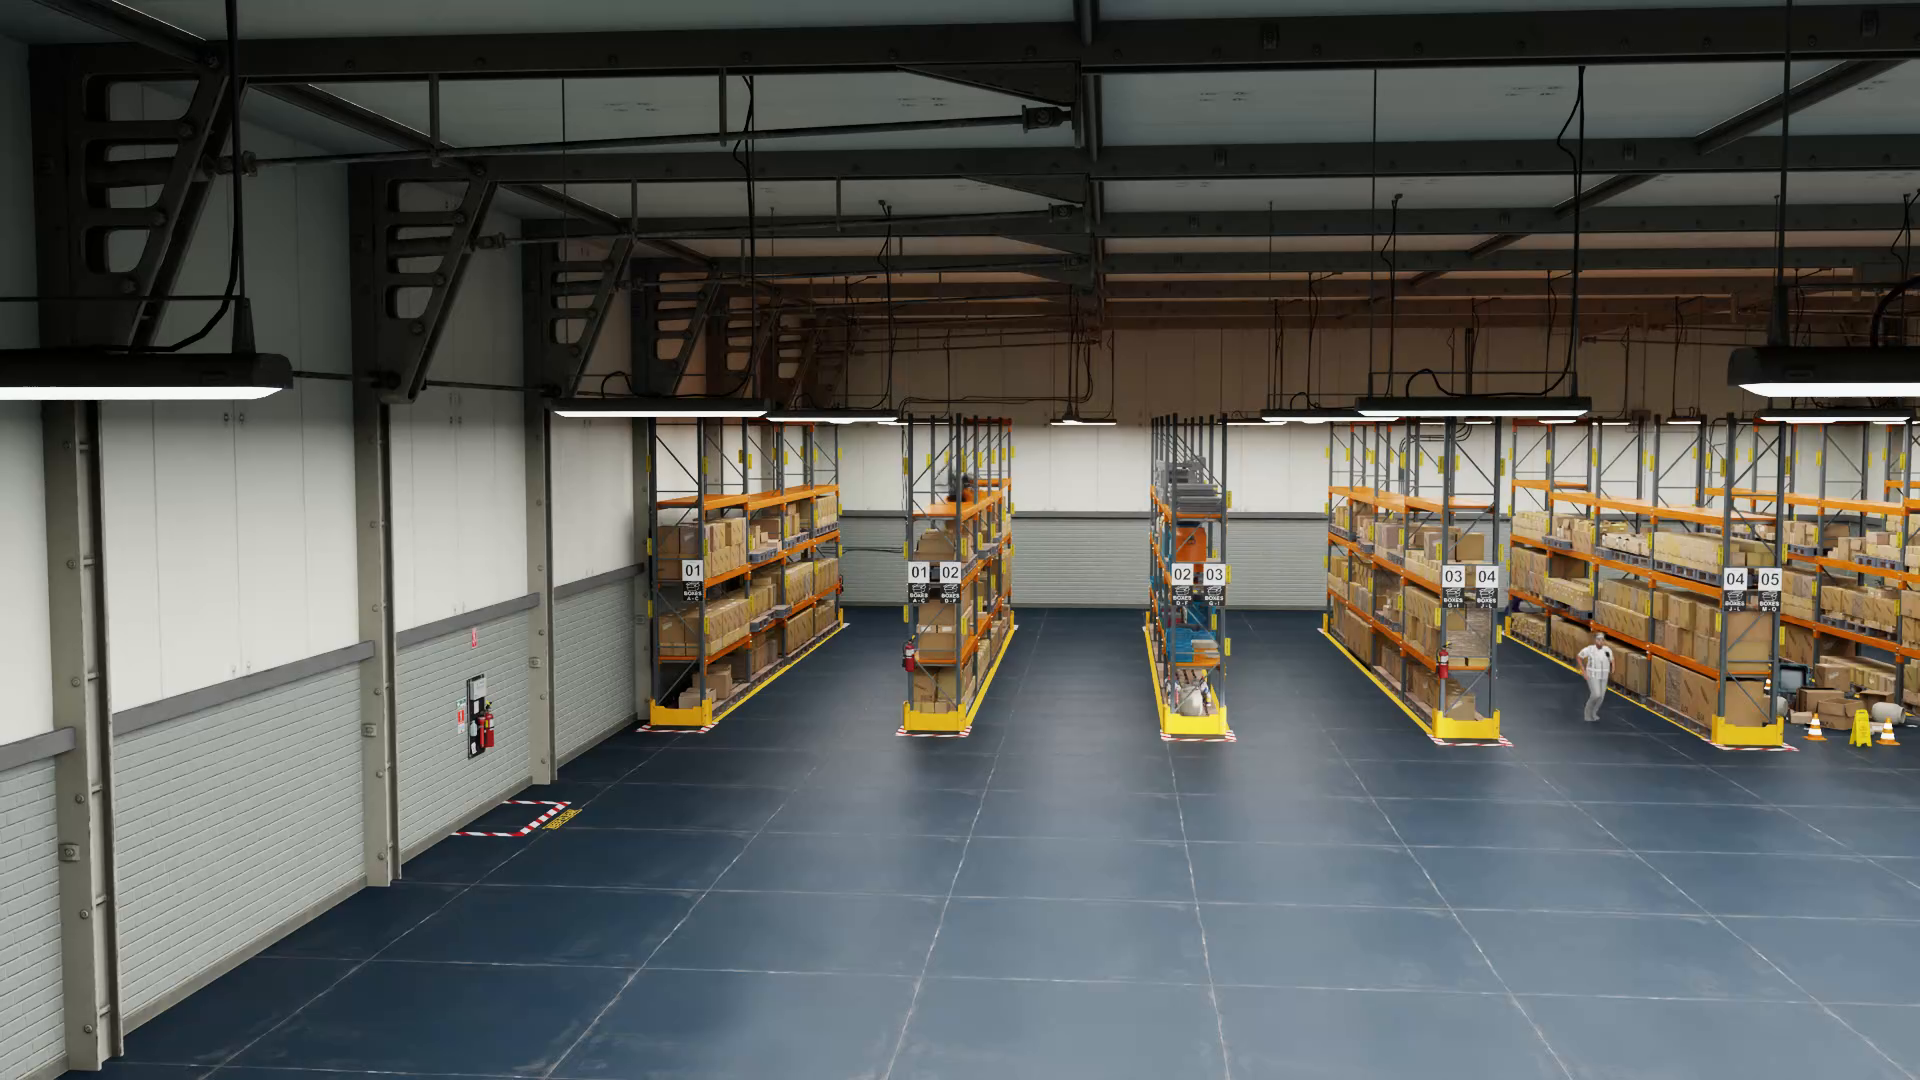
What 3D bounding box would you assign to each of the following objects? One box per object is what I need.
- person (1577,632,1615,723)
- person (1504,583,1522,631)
[{"bbox_3d":[12.421,2.673,32.325,0.661,1.784,0.685,0,4,-7],"label":"person"},{"bbox_3d":[15.783,1.728,47.179,0.745,1.702,0.664,0,4,-1],"label":"person"}]
